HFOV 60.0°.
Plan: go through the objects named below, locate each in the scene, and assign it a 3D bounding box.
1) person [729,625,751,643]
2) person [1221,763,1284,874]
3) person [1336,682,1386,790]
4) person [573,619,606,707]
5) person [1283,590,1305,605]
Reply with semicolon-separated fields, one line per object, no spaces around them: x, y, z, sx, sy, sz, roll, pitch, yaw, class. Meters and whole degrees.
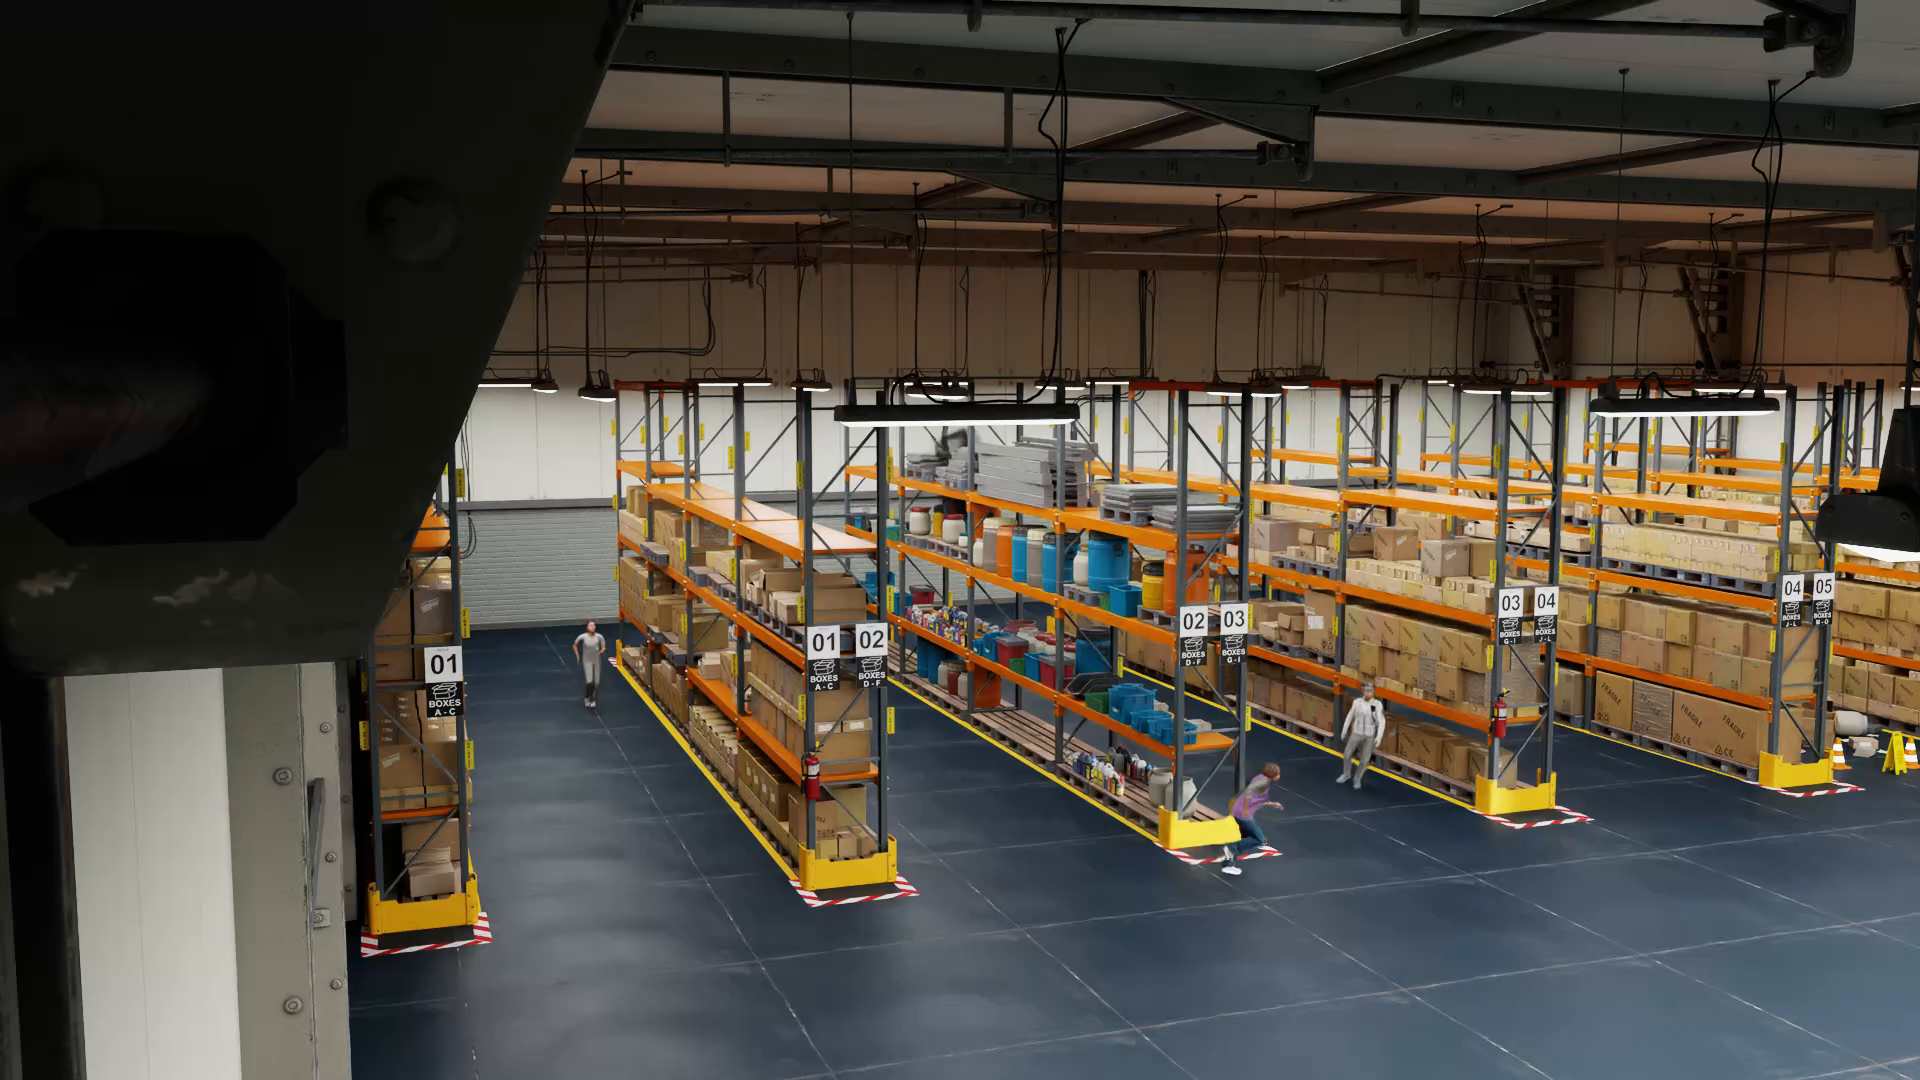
-5.015;1.477;37.994;0.638;1.706;0.741;-2;6;-14;person
3.624;3.459;20.561;0.761;1.429;0.562;1;6;7;person
5.982;2.918;24.808;0.720;1.679;0.449;2;6;21;person
-6.775;2.273;30.539;0.562;1.631;0.621;-3;7;-24;person
8.183;1.086;41.199;0.925;1.746;0.766;3;7;29;person
